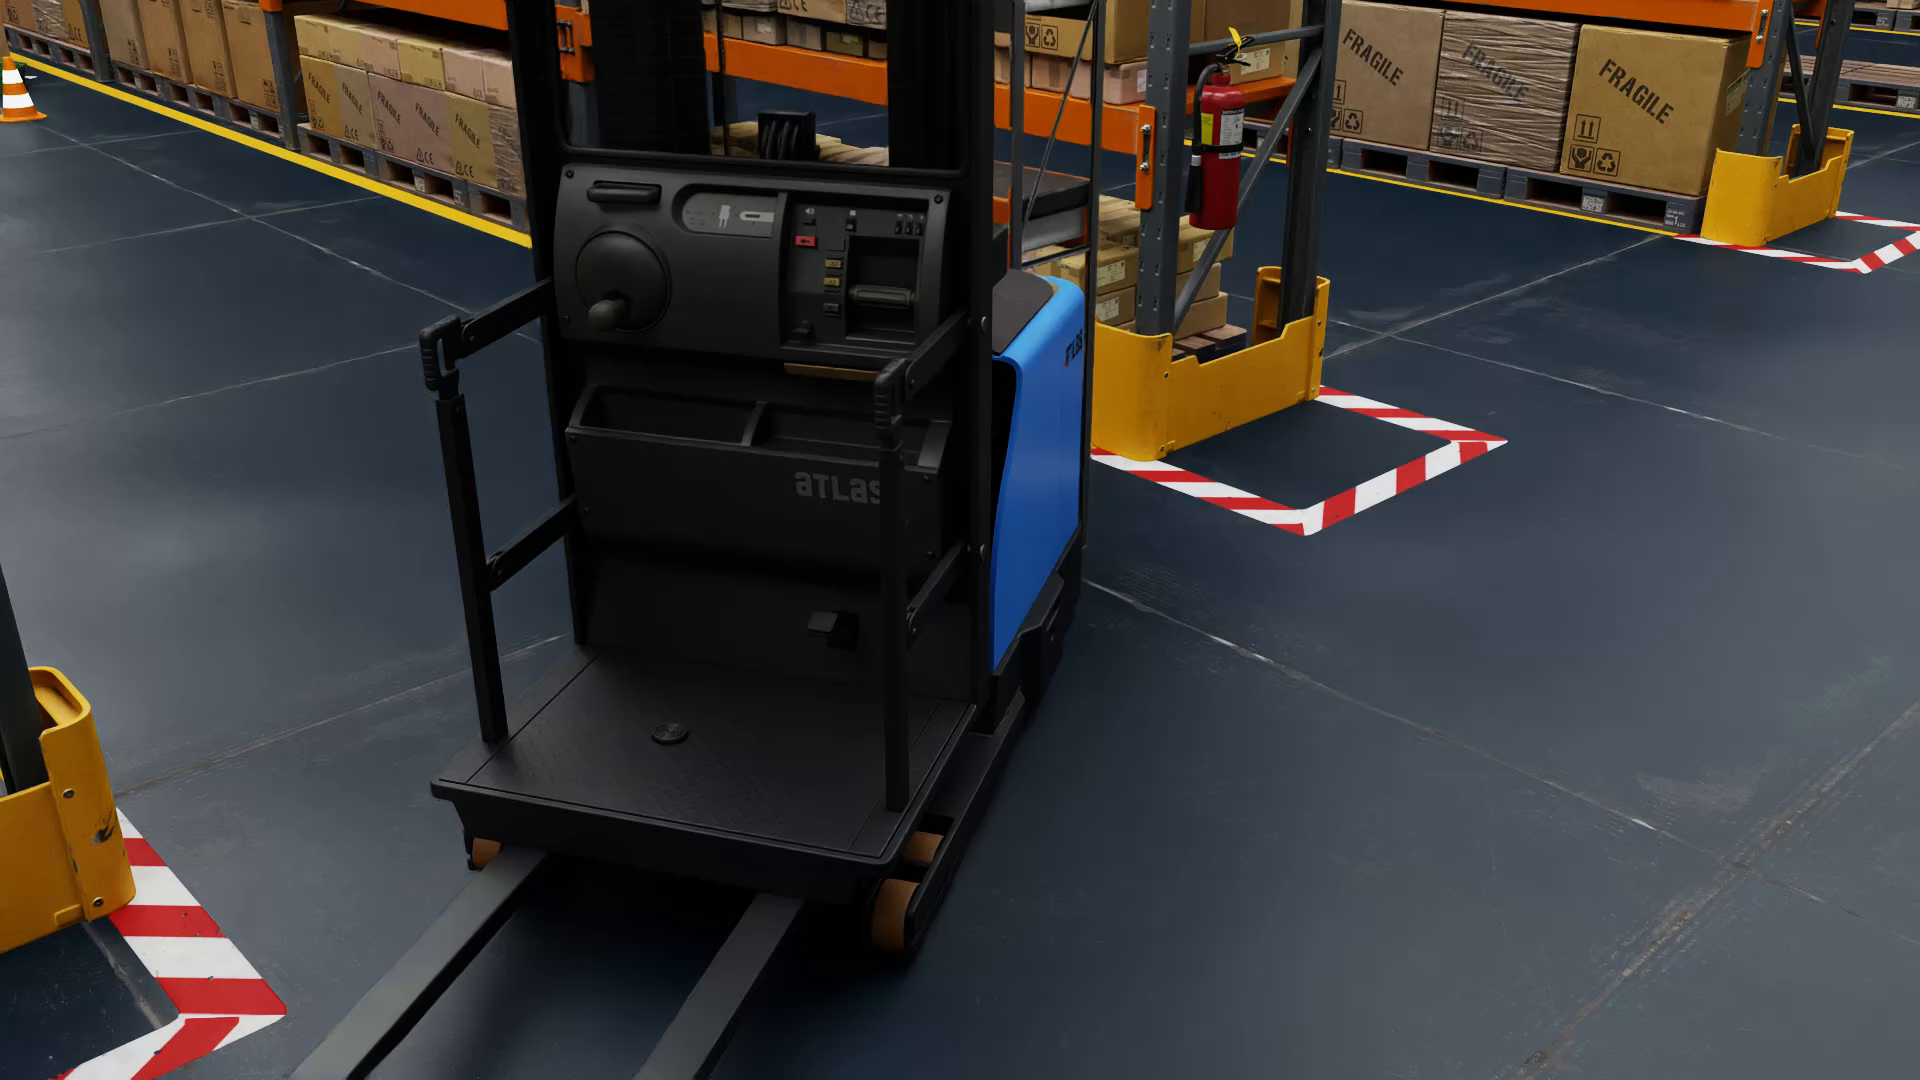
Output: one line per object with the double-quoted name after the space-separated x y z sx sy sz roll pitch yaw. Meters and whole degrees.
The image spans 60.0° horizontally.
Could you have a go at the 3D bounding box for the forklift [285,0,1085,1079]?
-0.534 -0.592 3.516 1.130 2.935 3.031 7 25 15 "forklift"

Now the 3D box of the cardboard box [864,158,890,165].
-0.285 -1.818 8.333 0.250 0.149 0.380 22 33 40 "cardboard box"

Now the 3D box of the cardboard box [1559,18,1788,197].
4.264 -2.621 9.936 0.875 0.875 0.875 -21 32 -38 "cardboard box"

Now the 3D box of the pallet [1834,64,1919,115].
7.840 -3.623 13.438 1.003 0.211 1.213 -21 32 -38 "pallet"

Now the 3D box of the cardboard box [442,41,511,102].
-2.699 -2.770 9.809 0.500 0.250 0.500 -19 31 -36 "cardboard box"

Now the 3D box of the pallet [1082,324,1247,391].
0.489 -0.860 7.381 1.003 0.211 1.213 -21 32 -38 "pallet"

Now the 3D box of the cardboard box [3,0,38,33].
-8.751 -5.469 16.177 0.875 0.875 0.875 -22 32 -39 "cardboard box"

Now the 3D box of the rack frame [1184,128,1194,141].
2.026 -4.438 11.864 1.000 3.000 0.127 -21 32 -38 "rack frame"

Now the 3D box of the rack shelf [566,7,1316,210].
-0.296 -2.128 7.667 1.077 0.370 4.000 -21 32 -38 "rack shelf"

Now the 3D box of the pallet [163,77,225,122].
-5.711 -3.634 13.462 1.003 0.211 1.213 -21 32 -38 "pallet"

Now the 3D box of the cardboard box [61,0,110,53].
-7.510 -4.920 14.974 0.875 0.875 0.875 -21 32 -38 "cardboard box"

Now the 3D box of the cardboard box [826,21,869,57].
-0.368 -2.245 7.359 0.380 0.149 0.250 -21 32 -38 "cardboard box"

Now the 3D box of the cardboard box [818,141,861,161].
-0.731 -1.952 8.626 0.380 0.149 0.250 -20 31 -37 "cardboard box"

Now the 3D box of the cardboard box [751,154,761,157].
-1.030 -1.827 8.354 0.380 0.149 0.250 -22 33 -40 "cardboard box"

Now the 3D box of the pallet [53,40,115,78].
-7.594 -4.469 15.292 1.003 0.211 1.213 -21 32 -38 "pallet"

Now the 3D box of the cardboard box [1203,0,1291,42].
0.965 -2.245 6.577 0.500 0.500 0.500 -19 31 -36 "cardboard box"

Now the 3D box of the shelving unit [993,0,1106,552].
0.114 -0.934 5.268 0.503 2.100 0.431 21 32 39 "shelving unit"

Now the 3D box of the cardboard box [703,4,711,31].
-1.076 -2.561 8.053 0.250 0.149 0.380 22 33 39 "cardboard box"

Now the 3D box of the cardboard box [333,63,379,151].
-3.754 -2.889 10.974 0.500 0.500 0.500 -21 32 -38 "cardboard box"

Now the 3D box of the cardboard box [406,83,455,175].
-3.051 -2.580 10.297 0.500 0.500 0.500 -22 33 -40 "cardboard box"

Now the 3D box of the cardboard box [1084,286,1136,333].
0.502 -0.958 6.806 0.380 0.149 0.250 -22 33 -40 "cardboard box"

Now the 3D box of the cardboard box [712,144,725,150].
-1.434 -1.963 8.650 0.380 0.149 0.250 -19 31 -36 "cardboard box"

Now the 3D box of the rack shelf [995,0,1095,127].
0.114 -1.559 4.983 0.480 0.518 0.431 21 32 39 "rack shelf"

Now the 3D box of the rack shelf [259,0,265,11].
-5.764 -4.552 12.980 1.077 0.370 4.000 -21 32 -38 "rack shelf"

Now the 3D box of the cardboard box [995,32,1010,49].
0.227 -2.251 6.591 0.500 0.500 0.500 -22 32 -39 "cardboard box"

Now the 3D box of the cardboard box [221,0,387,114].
-4.748 -3.651 12.343 1.050 0.750 0.750 -22 32 -39 "cardboard box"

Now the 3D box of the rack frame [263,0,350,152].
-4.397 -4.273 11.503 1.000 3.000 0.127 -21 32 -38 "rack frame"

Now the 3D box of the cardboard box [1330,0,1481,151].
3.034 -3.167 11.132 0.875 0.875 0.875 -21 32 -38 "cardboard box"

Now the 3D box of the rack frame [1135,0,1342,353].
1.071 -1.849 6.190 1.000 3.000 0.127 -21 32 -38 "rack frame"

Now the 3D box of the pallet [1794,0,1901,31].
9.729 -5.770 18.143 1.003 0.211 1.213 -21 32 -38 "pallet"

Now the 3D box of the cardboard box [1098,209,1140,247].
0.684 -1.319 7.238 0.380 0.149 0.250 -21 32 -38 "cardboard box"

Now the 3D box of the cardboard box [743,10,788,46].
-0.773 -2.383 7.663 0.380 0.149 0.250 -20 31 -36 "cardboard box"

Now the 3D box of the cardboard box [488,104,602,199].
-2.353 -2.268 9.613 0.500 0.500 0.500 -22 32 -39 "cardboard box"

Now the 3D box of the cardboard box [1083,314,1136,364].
0.559 -0.844 6.914 0.380 0.149 0.250 -21 32 -38 "cardboard box"

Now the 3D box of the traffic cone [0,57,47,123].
-7.317 -3.496 12.856 0.336 0.463 0.334 -21 32 -38 "traffic cone"

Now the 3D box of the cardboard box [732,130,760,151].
-1.027 -2.126 9.008 0.380 0.149 0.250 -21 32 -38 "cardboard box"

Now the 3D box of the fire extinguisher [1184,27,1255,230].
0.906 -1.437 5.829 0.296 0.674 0.183 -21 32 -38 "fire extinguisher"

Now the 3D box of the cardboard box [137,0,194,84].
-5.985 -4.197 13.540 1.050 0.750 0.750 -21 32 -38 "cardboard box"

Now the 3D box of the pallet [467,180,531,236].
-2.197 -2.028 9.941 1.003 0.211 1.213 -21 32 -38 "pallet"

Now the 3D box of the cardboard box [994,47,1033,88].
0.316 -1.911 6.628 0.380 0.149 0.250 -22 32 -39 "cardboard box"

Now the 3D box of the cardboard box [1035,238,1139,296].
0.524 -1.103 6.765 0.380 0.149 0.250 -21 32 -38 "cardboard box"

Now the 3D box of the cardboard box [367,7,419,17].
-3.739 -3.535 11.488 0.500 0.250 0.500 -22 33 -40 "cardboard box"

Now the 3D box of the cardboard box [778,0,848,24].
-0.460 -2.556 7.259 0.500 0.500 0.500 -19 31 -36 "cardboard box"

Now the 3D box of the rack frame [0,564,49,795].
-2.474 -0.415 3.045 1.000 3.000 0.127 -21 32 -38 "rack frame"

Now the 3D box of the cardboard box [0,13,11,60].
-8.941 -4.528 15.070 0.500 0.500 0.500 -15 29 -30 "cardboard box"

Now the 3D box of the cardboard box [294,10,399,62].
-4.103 -3.391 11.170 0.500 0.250 0.500 22 32 39 "cardboard box"

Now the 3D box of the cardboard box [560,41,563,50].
-2.341 -2.916 10.130 0.500 0.250 0.500 -20 31 -37 "cardboard box"

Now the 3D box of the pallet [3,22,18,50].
-9.262 -5.208 16.912 1.003 0.211 1.213 -21 32 -38 "pallet"

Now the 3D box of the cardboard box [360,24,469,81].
-3.427 -3.083 10.497 0.500 0.250 0.500 -21 32 -38 "cardboard box"

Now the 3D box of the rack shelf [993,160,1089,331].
0.114 -0.922 5.274 0.480 0.518 0.431 21 32 39 "rack shelf"

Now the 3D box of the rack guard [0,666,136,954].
-2.457 0.730 3.548 1.175 0.500 0.348 -21 32 -38 "rack guard"

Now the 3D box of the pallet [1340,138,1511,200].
3.327 -2.547 11.078 1.003 0.211 1.213 -21 32 -38 "pallet"

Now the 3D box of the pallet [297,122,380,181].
-3.864 -2.767 11.562 1.003 0.211 1.213 -21 32 -38 "pallet"

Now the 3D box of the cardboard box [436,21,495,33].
-3.049 -3.227 10.812 0.500 0.250 0.500 -20 31 -37 "cardboard box"

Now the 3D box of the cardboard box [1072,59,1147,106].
0.641 -1.754 6.283 0.380 0.149 0.250 -21 32 -38 "cardboard box"
